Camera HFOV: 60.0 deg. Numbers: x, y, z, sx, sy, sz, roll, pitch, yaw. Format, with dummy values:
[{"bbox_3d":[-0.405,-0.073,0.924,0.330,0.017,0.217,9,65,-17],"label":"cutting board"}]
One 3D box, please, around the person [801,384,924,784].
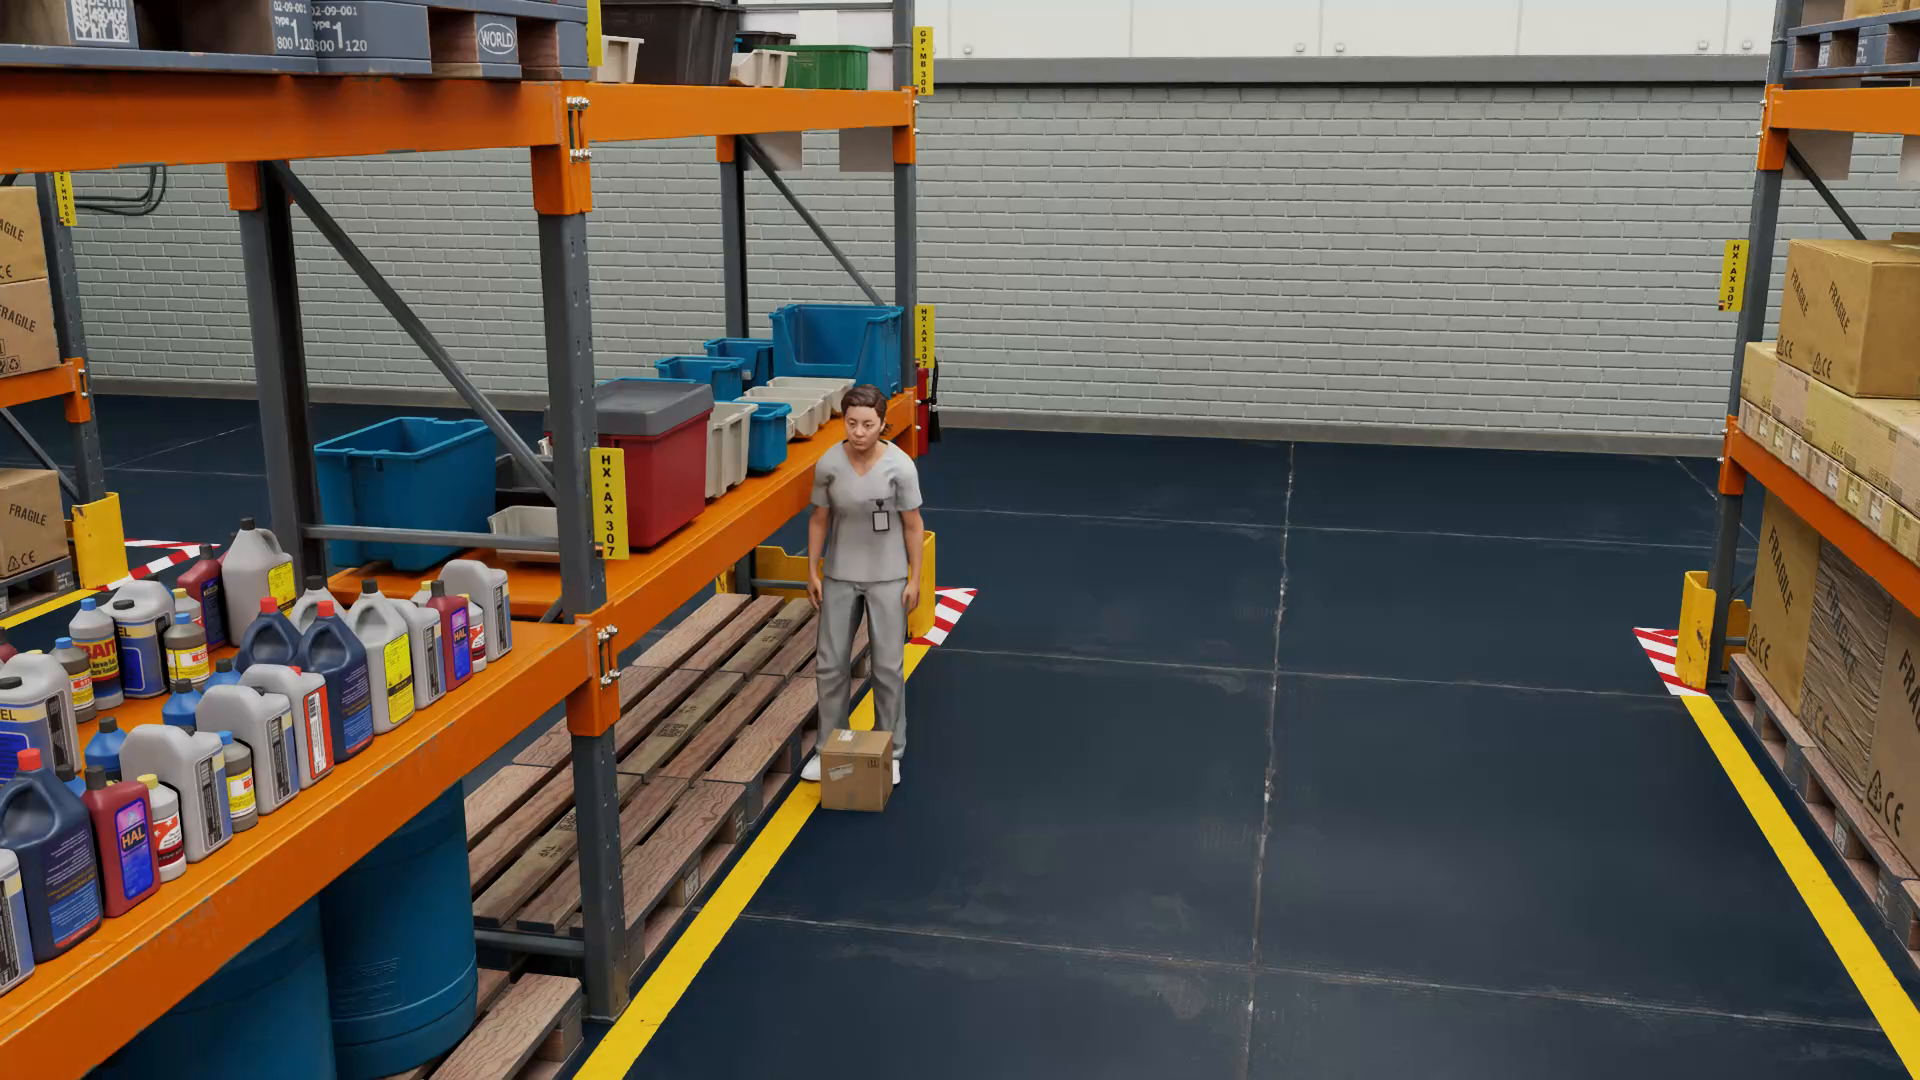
[{"bbox_3d":[-0.400,0.177,6.846,0.500,1.671,0.364,2,15,8],"label":"person"}]
